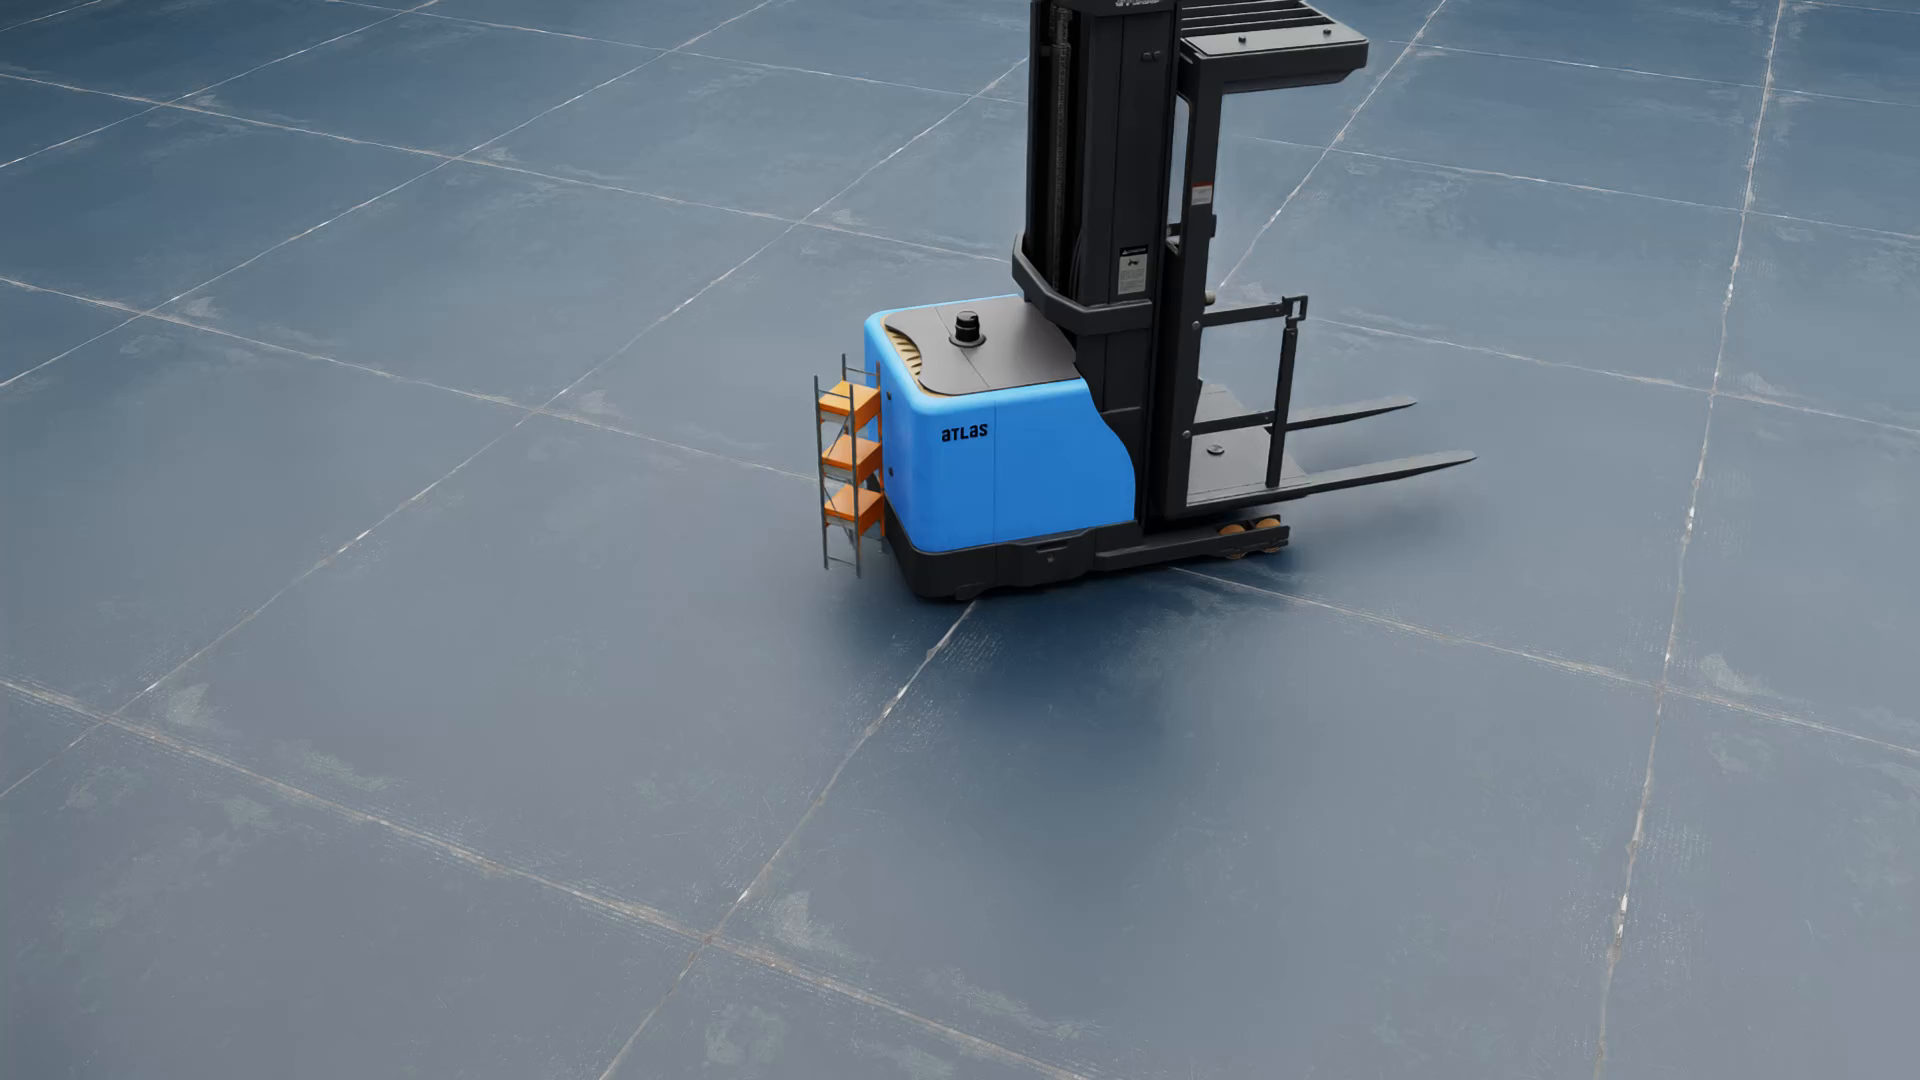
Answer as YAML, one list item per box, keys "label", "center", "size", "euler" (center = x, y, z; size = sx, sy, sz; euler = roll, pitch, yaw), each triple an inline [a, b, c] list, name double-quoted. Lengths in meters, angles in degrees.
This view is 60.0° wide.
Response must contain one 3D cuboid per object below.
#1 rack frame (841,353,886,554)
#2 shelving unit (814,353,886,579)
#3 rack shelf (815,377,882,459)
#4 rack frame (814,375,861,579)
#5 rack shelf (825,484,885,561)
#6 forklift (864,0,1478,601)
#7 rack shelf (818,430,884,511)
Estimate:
- label: "rack frame"
  center: [-0.454, -0.395, 7.895]
  size: [0.200, 1.050, 0.008]
  euler: [16, 36, 22]
- label: "shelving unit"
  center: [-0.510, -0.335, 7.804]
  size: [0.215, 1.050, 0.252]
  euler: [16, 36, 22]
- label: "rack shelf"
  center: [-0.510, -0.564, 7.654]
  size: [0.215, 0.259, 0.240]
  euler: [16, 36, 22]
- label: "rack frame"
  center: [-0.565, -0.276, 7.713]
  size: [0.200, 1.050, 0.008]
  euler: [16, 36, 22]
- label: "rack shelf"
  center: [-0.510, -0.094, 7.962]
  size: [0.215, 0.259, 0.240]
  euler: [16, 36, 22]
- label: "forklift"
  center: [1.103, -1.399, 7.711]
  size: [3.031, 2.935, 1.130]
  euler: [-9, 34, -14]
- label: "rack shelf"
  center: [-0.510, -0.326, 7.810]
  size: [0.215, 0.259, 0.240]
  euler: [16, 36, 22]
